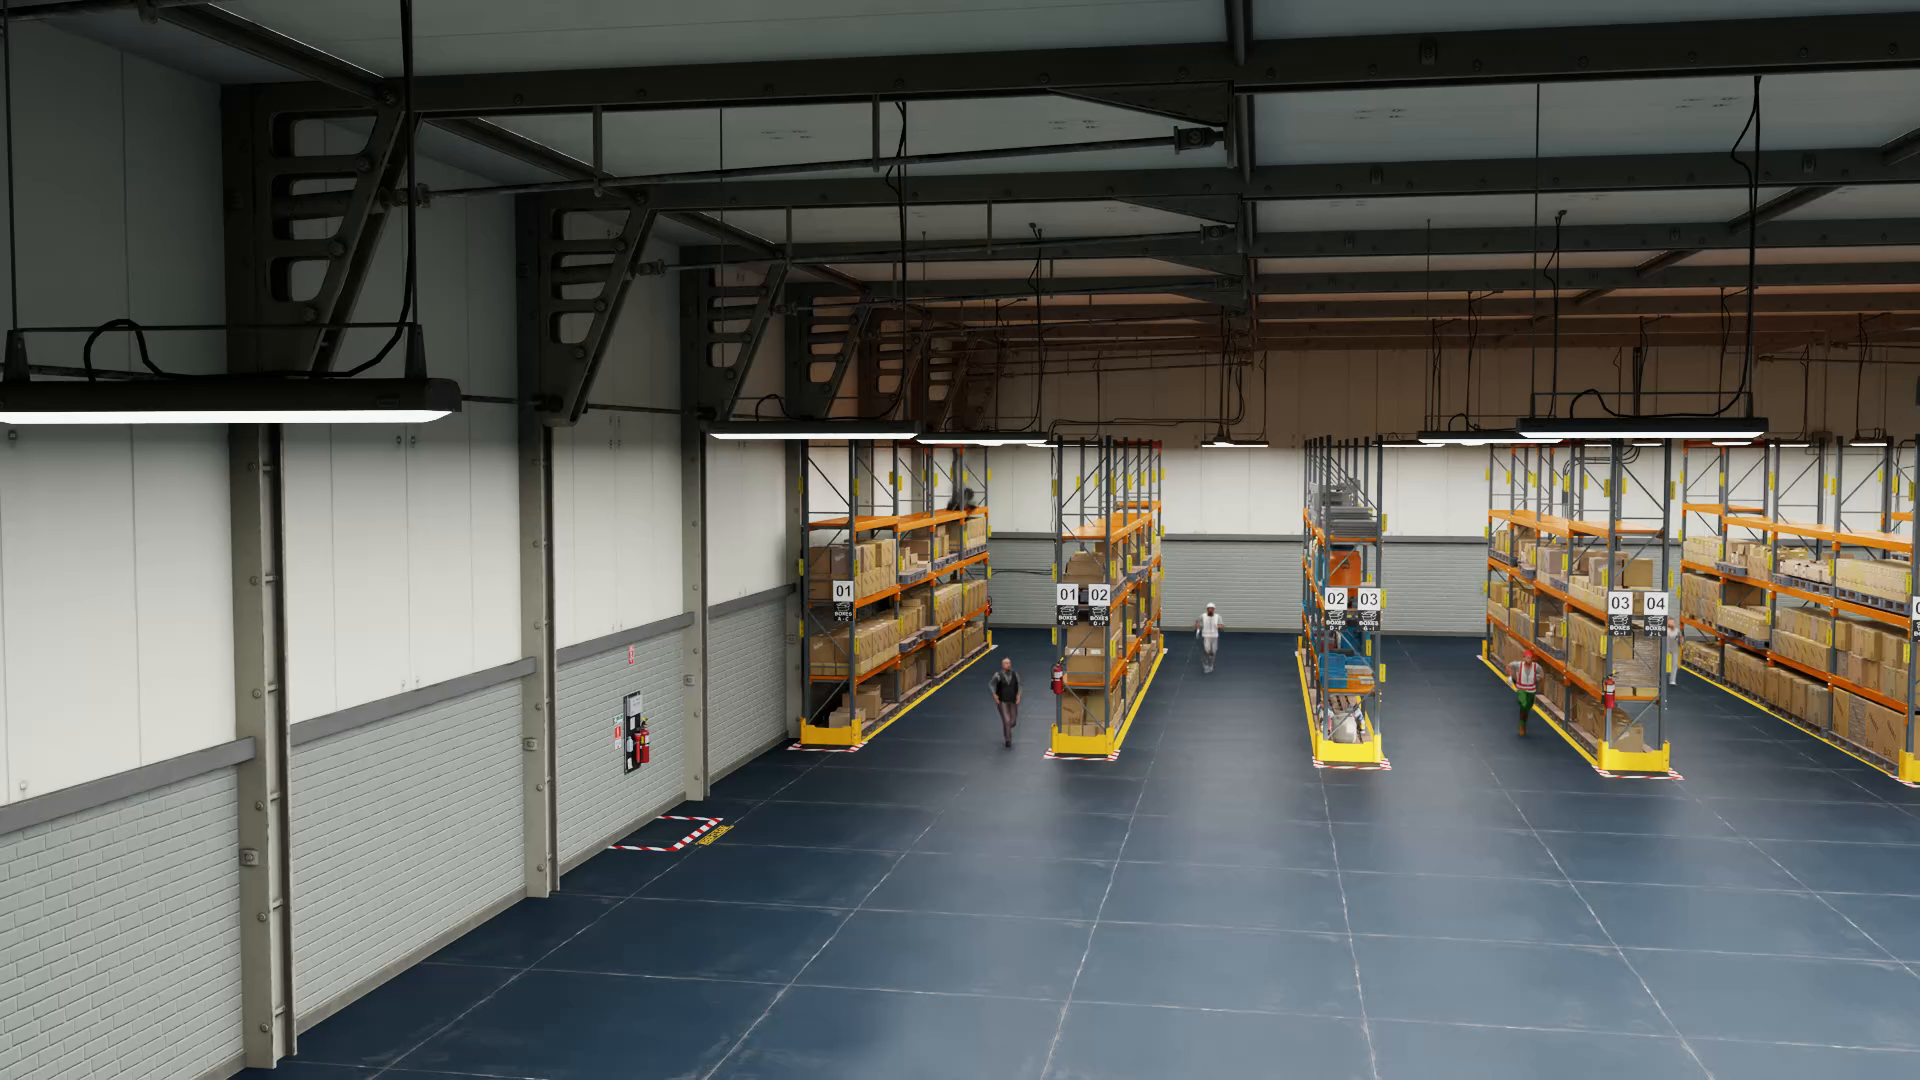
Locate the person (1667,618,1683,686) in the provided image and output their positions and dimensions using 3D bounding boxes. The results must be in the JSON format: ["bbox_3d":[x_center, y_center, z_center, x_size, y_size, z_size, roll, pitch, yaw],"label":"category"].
[{"bbox_3d":[17.386,2.716,40.608,0.582,1.639,0.901,1,3,10],"label":"person"}]

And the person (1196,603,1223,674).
[{"bbox_3d":[6.416,2.528,42.672,0.663,1.831,0.758,0,3,-3],"label":"person"}]

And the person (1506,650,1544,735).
[{"bbox_3d":[11.318,3.039,33.290,0.645,1.719,0.924,0,3,2],"label":"person"}]

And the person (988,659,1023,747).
[{"bbox_3d":[0.894,3.139,32.278,0.699,1.676,0.771,-1,3,-14],"label":"person"}]
